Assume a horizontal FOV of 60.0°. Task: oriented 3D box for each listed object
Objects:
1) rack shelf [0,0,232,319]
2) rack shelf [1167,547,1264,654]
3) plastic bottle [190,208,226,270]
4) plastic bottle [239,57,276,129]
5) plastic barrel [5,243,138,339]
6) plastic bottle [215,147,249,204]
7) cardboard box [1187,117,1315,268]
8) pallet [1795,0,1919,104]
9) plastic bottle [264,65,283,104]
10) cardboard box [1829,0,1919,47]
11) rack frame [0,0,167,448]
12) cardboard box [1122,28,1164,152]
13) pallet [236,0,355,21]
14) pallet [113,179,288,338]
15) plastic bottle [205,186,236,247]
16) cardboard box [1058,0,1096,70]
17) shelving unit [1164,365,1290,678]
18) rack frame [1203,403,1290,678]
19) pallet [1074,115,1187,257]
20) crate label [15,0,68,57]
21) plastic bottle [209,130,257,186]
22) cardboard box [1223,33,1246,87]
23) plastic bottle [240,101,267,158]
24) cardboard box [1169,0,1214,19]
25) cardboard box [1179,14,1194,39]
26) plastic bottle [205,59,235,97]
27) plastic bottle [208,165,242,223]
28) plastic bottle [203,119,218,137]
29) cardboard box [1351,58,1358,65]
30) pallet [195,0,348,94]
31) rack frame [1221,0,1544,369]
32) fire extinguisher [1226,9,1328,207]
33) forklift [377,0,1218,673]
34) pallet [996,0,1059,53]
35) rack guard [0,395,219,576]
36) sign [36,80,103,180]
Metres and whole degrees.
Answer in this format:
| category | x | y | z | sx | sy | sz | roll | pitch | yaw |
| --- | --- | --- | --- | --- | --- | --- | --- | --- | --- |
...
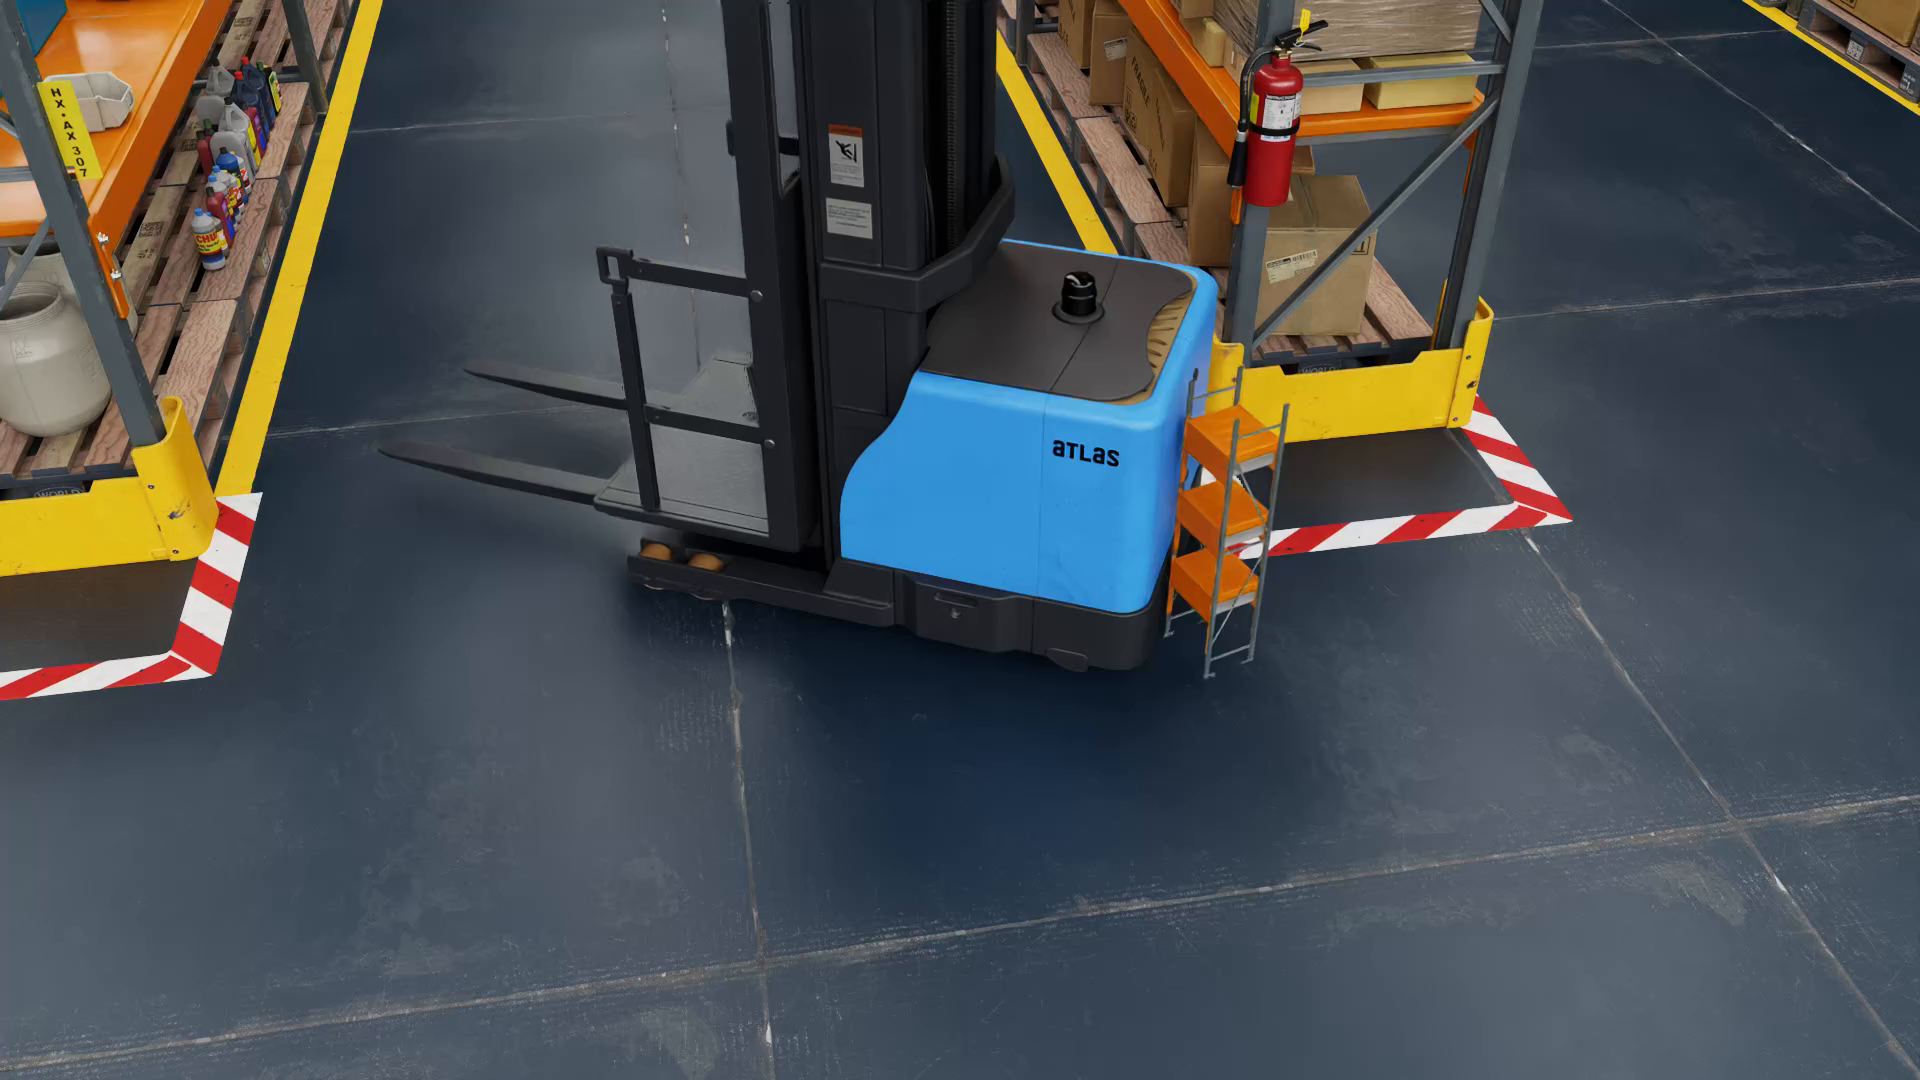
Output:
| category | x | y | z | sx | sy | sz | roll | pitch | yaw |
| --- | --- | --- | --- | --- | --- | --- | --- | --- | --- |
| rack shelf | -3.694 | -2.045 | 7.024 | 1.077 | 0.370 | 4.000 | -6 | 38 | -8 |
| rack shelf | 0.860 | 0.187 | 5.624 | 0.215 | 0.259 | 0.240 | -18 | 41 | -21 |
| plastic bottle | -3.354 | -1.346 | 7.403 | 0.097 | 0.271 | 0.097 | 0 | 38 | 0 |
| plastic bottle | -3.648 | -2.307 | 8.575 | 0.144 | 0.351 | 0.185 | -7 | 38 | -9 |
| plastic barrel | -3.621 | -0.996 | 6.773 | 0.421 | 0.512 | 0.421 | 0 | 38 | 0 |
| plastic bottle | -3.467 | -1.736 | 7.904 | 0.097 | 0.271 | 0.097 | 0 | 38 | 0 |
| cardboard box | 1.302 | -1.569 | 7.519 | 0.500 | 0.500 | 0.500 | 3 | 38 | 4 |
| pallet | 5.789 | -2.973 | 9.905 | 1.003 | 0.211 | 1.213 | -6 | 38 | -8 |
| plastic bottle | -3.674 | -2.420 | 8.842 | 0.097 | 0.201 | 0.097 | 0 | 38 | 0 |
| cardboard box | 5.774 | -3.481 | 9.676 | 0.875 | 0.875 | 0.875 | -6 | 38 | -7 |
| rack frame | -3.343 | -1.121 | 5.248 | 1.000 | 3.000 | 0.127 | -6 | 38 | -8 |
| cardboard box | 1.157 | -2.291 | 8.449 | 0.500 | 0.500 | 0.500 | -9 | 39 | -12 |
| pallet | -4.437 | -3.644 | 10.769 | 1.003 | 0.211 | 1.213 | -6 | 38 | -8 |
| pallet | -3.750 | -1.287 | 7.735 | 1.003 | 0.211 | 1.213 | -6 | 38 | -8 |
| plastic bottle | -3.376 | -1.489 | 7.578 | 0.061 | 0.283 | 0.133 | -6 | 38 | -7 |
| cardboard box | 0.863 | -3.002 | 9.365 | 0.500 | 0.500 | 0.500 | -7 | 38 | -9 |
| shelving unit | 0.860 | -0.041 | 5.447 | 0.215 | 1.050 | 0.252 | -18 | 41 | -21 |
| rack frame | 0.916 | 0.026 | 5.361 | 0.200 | 1.050 | 0.008 | -18 | 41 | -21 |
| pallet | 1.202 | -1.828 | 8.431 | 1.003 | 0.211 | 1.213 | -6 | 38 | -8 |
| crate label | -3.932 | -2.218 | 6.631 | 0.502 | 0.435 | 0.616 | -6 | 38 | -8 |
| plastic bottle | -3.533 | -1.868 | 8.070 | 0.152 | 0.276 | 0.135 | -6 | 38 | -7 |
| cardboard box | 1.237 | -1.855 | 6.398 | 0.380 | 0.149 | 0.250 | -6 | 38 | -8 |
| plastic bottle | -3.544 | -2.070 | 8.325 | 0.061 | 0.283 | 0.133 | -4 | 38 | -5 |
| cardboard box | 1.258 | -2.435 | 6.615 | 0.875 | 0.500 | 0.500 | -6 | 38 | -8 |
| cardboard box | 1.114 | -2.154 | 6.782 | 0.380 | 0.149 | 0.250 | -6 | 38 | -8 |
| plastic bottle | -3.790 | -2.291 | 8.555 | 0.144 | 0.351 | 0.185 | -6 | 38 | -8 |
| plastic bottle | -3.432 | -1.613 | 7.747 | 0.097 | 0.271 | 0.097 | 0 | 38 | 0 |
| plastic bottle | -3.654 | -1.942 | 8.161 | 0.061 | 0.283 | 0.133 | -6 | 38 | -8 |
| cardboard box | 1.693 | -1.905 | 6.462 | 0.380 | 0.149 | 0.250 | -6 | 38 | -8 |
| pallet | -4.220 | -2.906 | 9.818 | 1.003 | 0.211 | 1.213 | -6 | 38 | -8 |
| rack frame | 1.533 | -1.654 | 5.934 | 1.000 | 3.000 | 0.127 | -6 | 38 | -8 |
| fire extinguisher | 1.100 | -1.504 | 5.805 | 0.296 | 0.674 | 0.183 | -6 | 38 | -8 |
| forklift | -0.678 | -1.237 | 5.453 | 3.031 | 2.935 | 1.130 | 11 | 39 | 14 |
| pallet | 0.694 | -3.439 | 10.504 | 1.003 | 0.211 | 1.213 | -6 | 38 | -8 |
| rack guard | -3.403 | -0.175 | 6.067 | 1.175 | 0.500 | 0.348 | -6 | 38 | -8 |
| sign | -2.801 | -1.287 | 5.236 | 0.100 | 0.325 | 0.005 | -6 | 38 | -8 |
